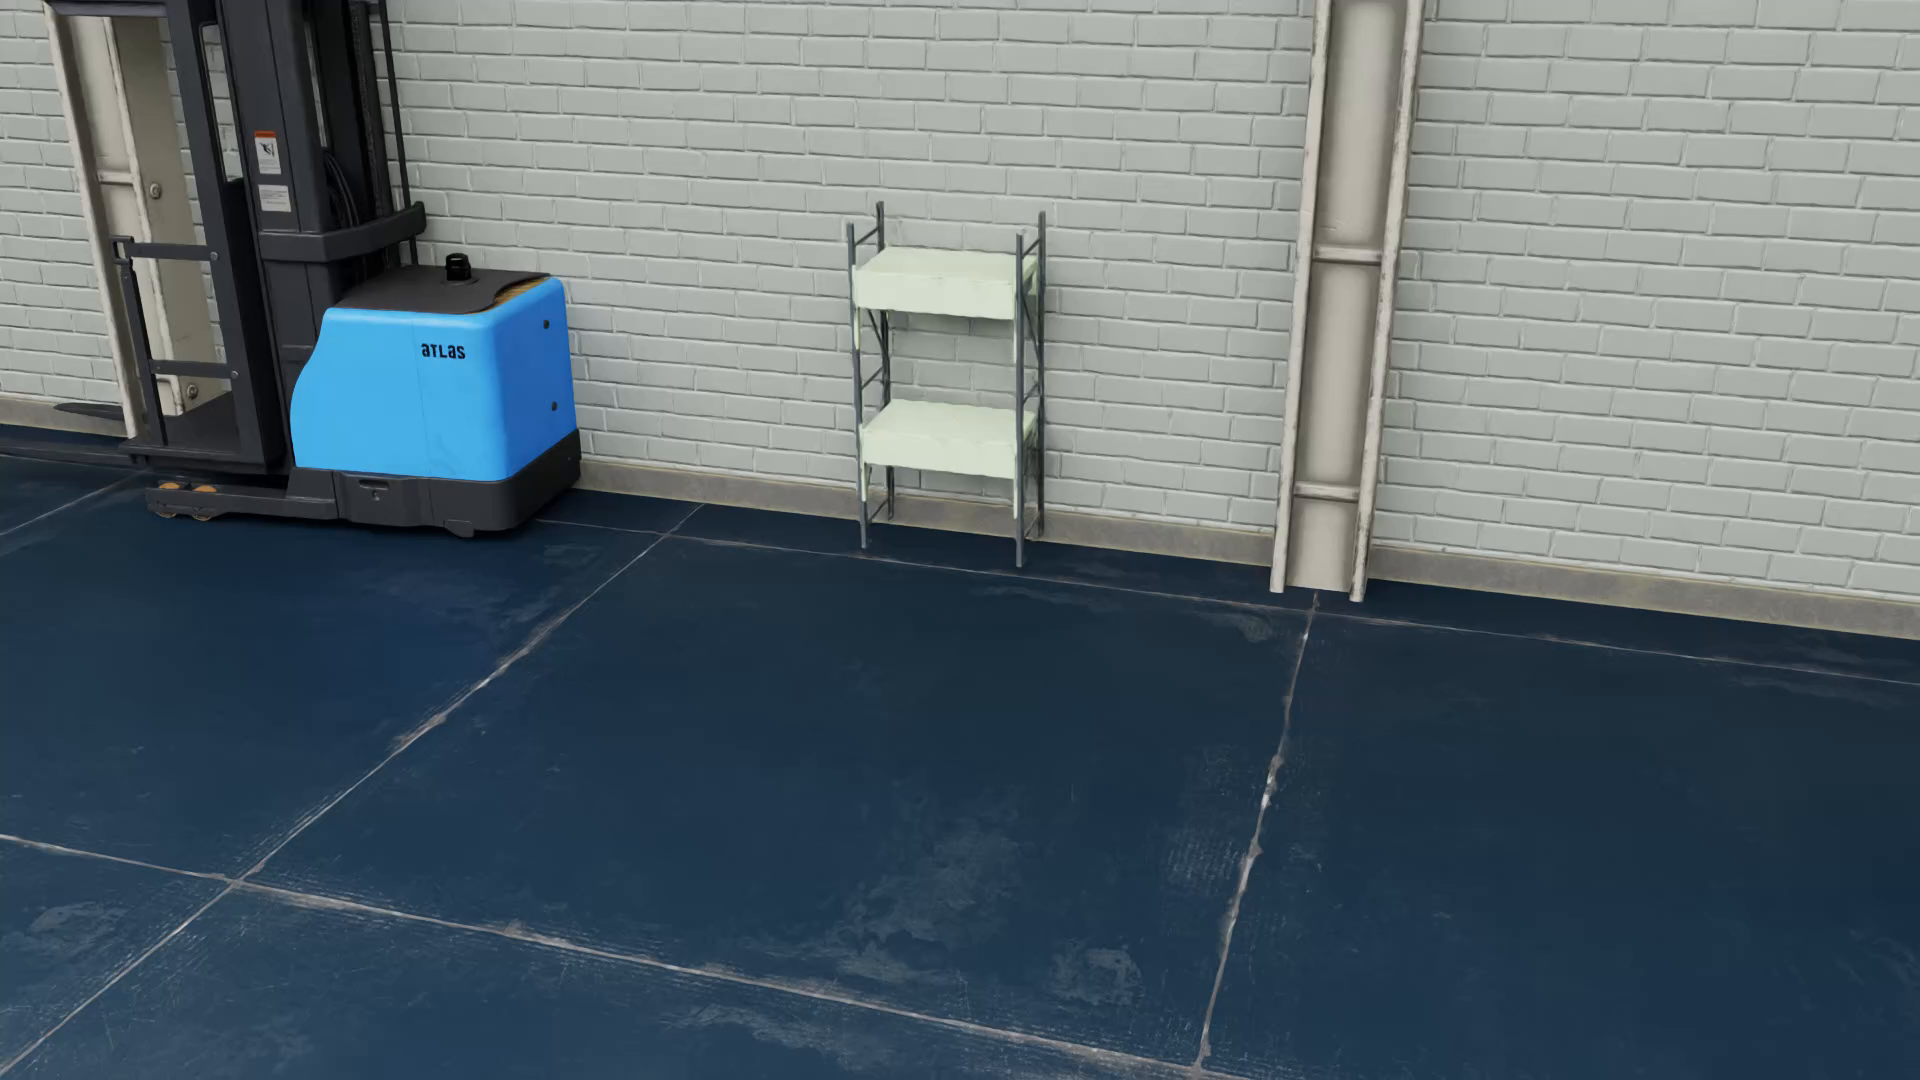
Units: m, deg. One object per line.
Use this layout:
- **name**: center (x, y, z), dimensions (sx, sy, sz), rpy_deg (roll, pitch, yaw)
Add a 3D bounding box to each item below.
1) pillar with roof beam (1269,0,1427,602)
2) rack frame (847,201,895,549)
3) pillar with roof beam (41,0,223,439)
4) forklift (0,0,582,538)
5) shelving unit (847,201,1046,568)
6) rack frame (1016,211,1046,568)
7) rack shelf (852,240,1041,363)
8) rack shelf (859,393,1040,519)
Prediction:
- **pillar with roof beam**: center (0.336, -2.410, 1.788), dimensions (0.400, 9.000, 9.100), rpy_deg (7, 23, 16)
- **rack frame**: center (-0.392, -0.721, 7.425), dimensions (0.023, 1.500, 0.400), rpy_deg (7, 26, 16)
- **pillar with roof beam**: center (-5.408, -3.068, 3.391), dimensions (0.400, 9.000, 9.100), rpy_deg (7, 23, 16)
- **forklift**: center (-3.444, -1.638, 7.901), dimensions (3.031, 2.935, 1.130), rpy_deg (5, 23, 11)
- **shelving unit**: center (-0.042, -0.680, 7.324), dimensions (0.755, 1.500, 0.431), rpy_deg (7, 26, 16)
- **rack frame**: center (0.307, -0.639, 7.223), dimensions (0.023, 1.500, 0.400), rpy_deg (7, 26, 16)
- **rack shelf**: center (-0.049, -1.033, 7.157), dimensions (0.720, 0.370, 0.431), rpy_deg (7, 26, 16)
- **rack shelf**: center (-0.037, -0.386, 7.464), dimensions (0.720, 0.370, 0.431), rpy_deg (7, 26, 16)
